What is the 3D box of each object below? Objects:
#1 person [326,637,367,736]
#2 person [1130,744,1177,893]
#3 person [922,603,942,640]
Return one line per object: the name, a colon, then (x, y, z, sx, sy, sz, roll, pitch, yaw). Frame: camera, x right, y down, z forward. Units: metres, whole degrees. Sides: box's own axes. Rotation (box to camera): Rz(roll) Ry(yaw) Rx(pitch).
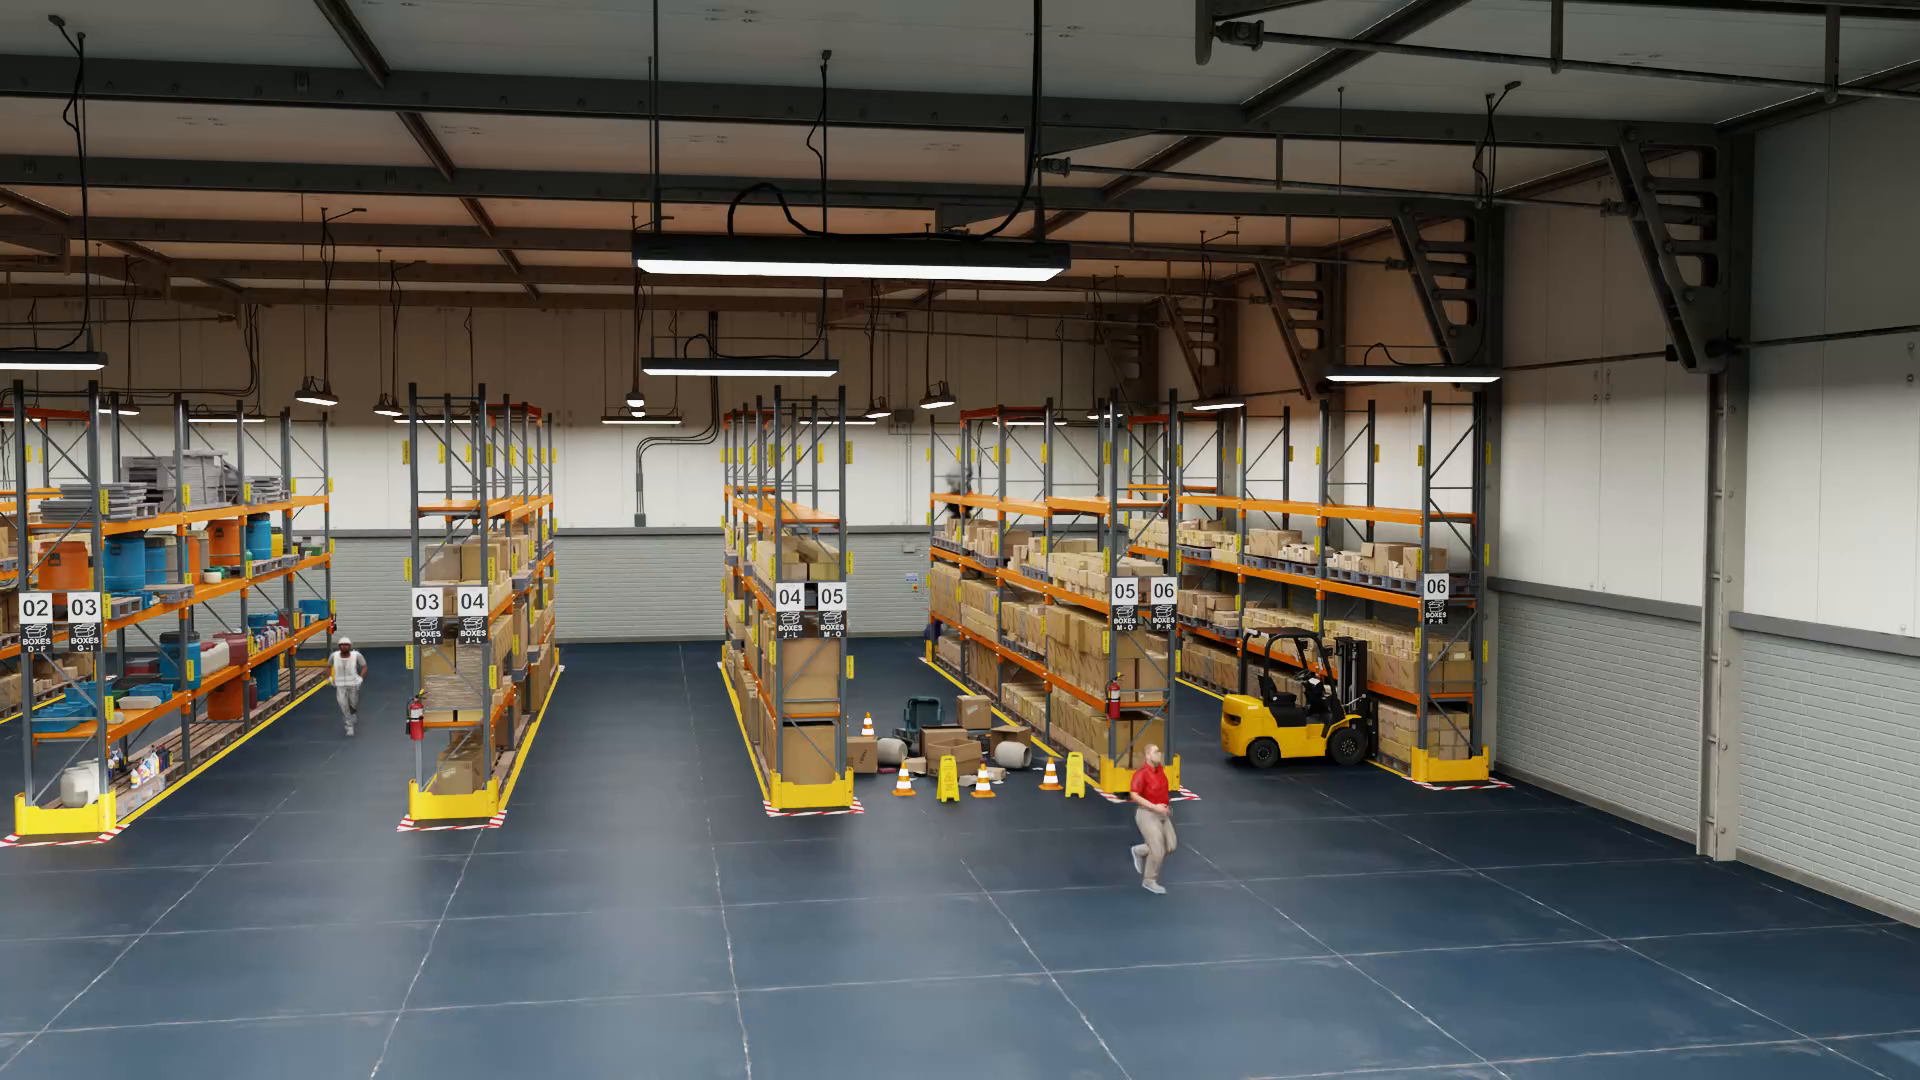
person: (-11.062, 2.620, 29.966, 0.690, 1.753, 0.780, -1, 3, -15)
person: (2.217, 3.197, 19.188, 0.601, 1.693, 0.697, 2, 4, 36)
person: (-0.624, 2.085, 41.763, 0.654, 1.712, 0.608, 0, 3, 0)
